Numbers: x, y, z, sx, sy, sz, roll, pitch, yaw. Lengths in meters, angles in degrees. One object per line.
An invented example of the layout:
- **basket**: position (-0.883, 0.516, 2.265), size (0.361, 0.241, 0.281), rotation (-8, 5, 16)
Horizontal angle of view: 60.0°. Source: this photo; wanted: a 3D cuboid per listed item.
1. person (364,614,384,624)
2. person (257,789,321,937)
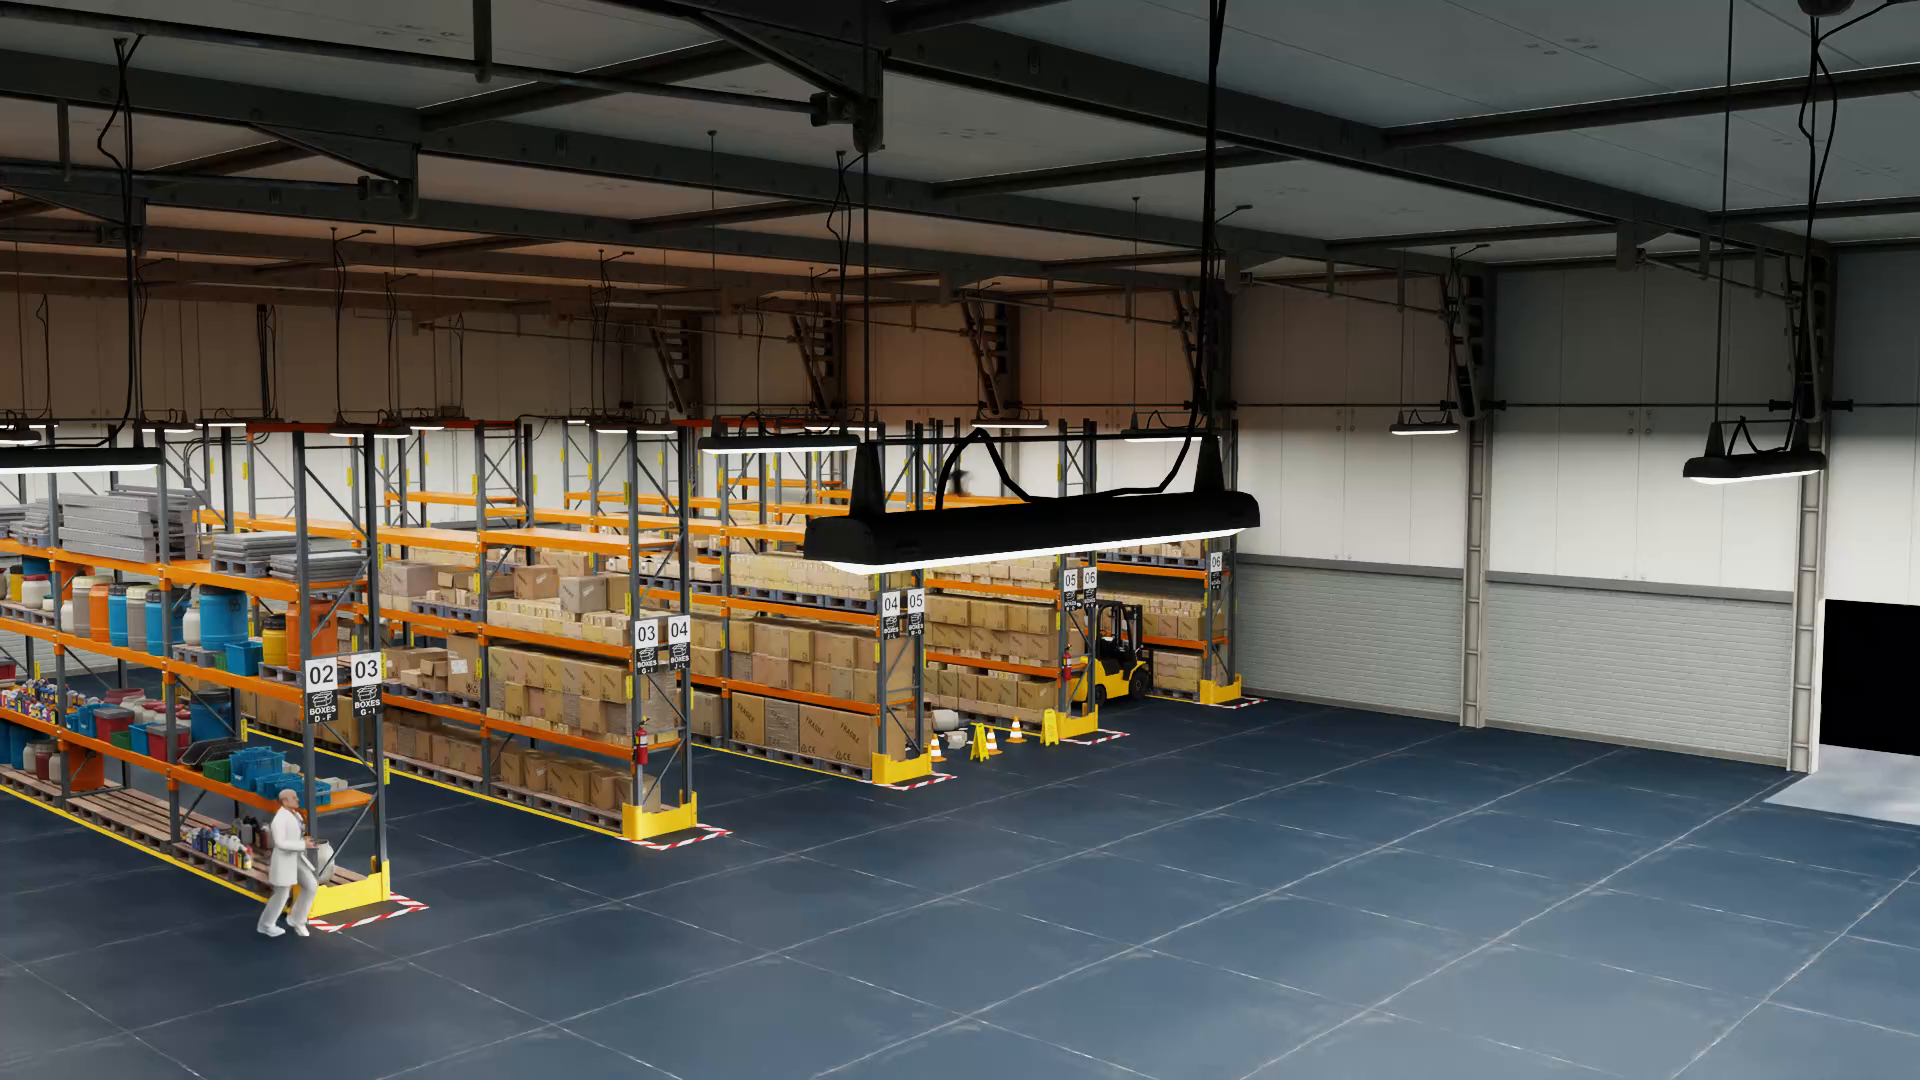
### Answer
- **person**: position (-14.233, 2.240, 40.308), size (0.568, 1.612, 0.891), rotation (0, 5, -3)
- **person**: position (-7.942, 3.856, 19.705), size (0.808, 1.851, 0.725), rotation (0, 5, 4)
